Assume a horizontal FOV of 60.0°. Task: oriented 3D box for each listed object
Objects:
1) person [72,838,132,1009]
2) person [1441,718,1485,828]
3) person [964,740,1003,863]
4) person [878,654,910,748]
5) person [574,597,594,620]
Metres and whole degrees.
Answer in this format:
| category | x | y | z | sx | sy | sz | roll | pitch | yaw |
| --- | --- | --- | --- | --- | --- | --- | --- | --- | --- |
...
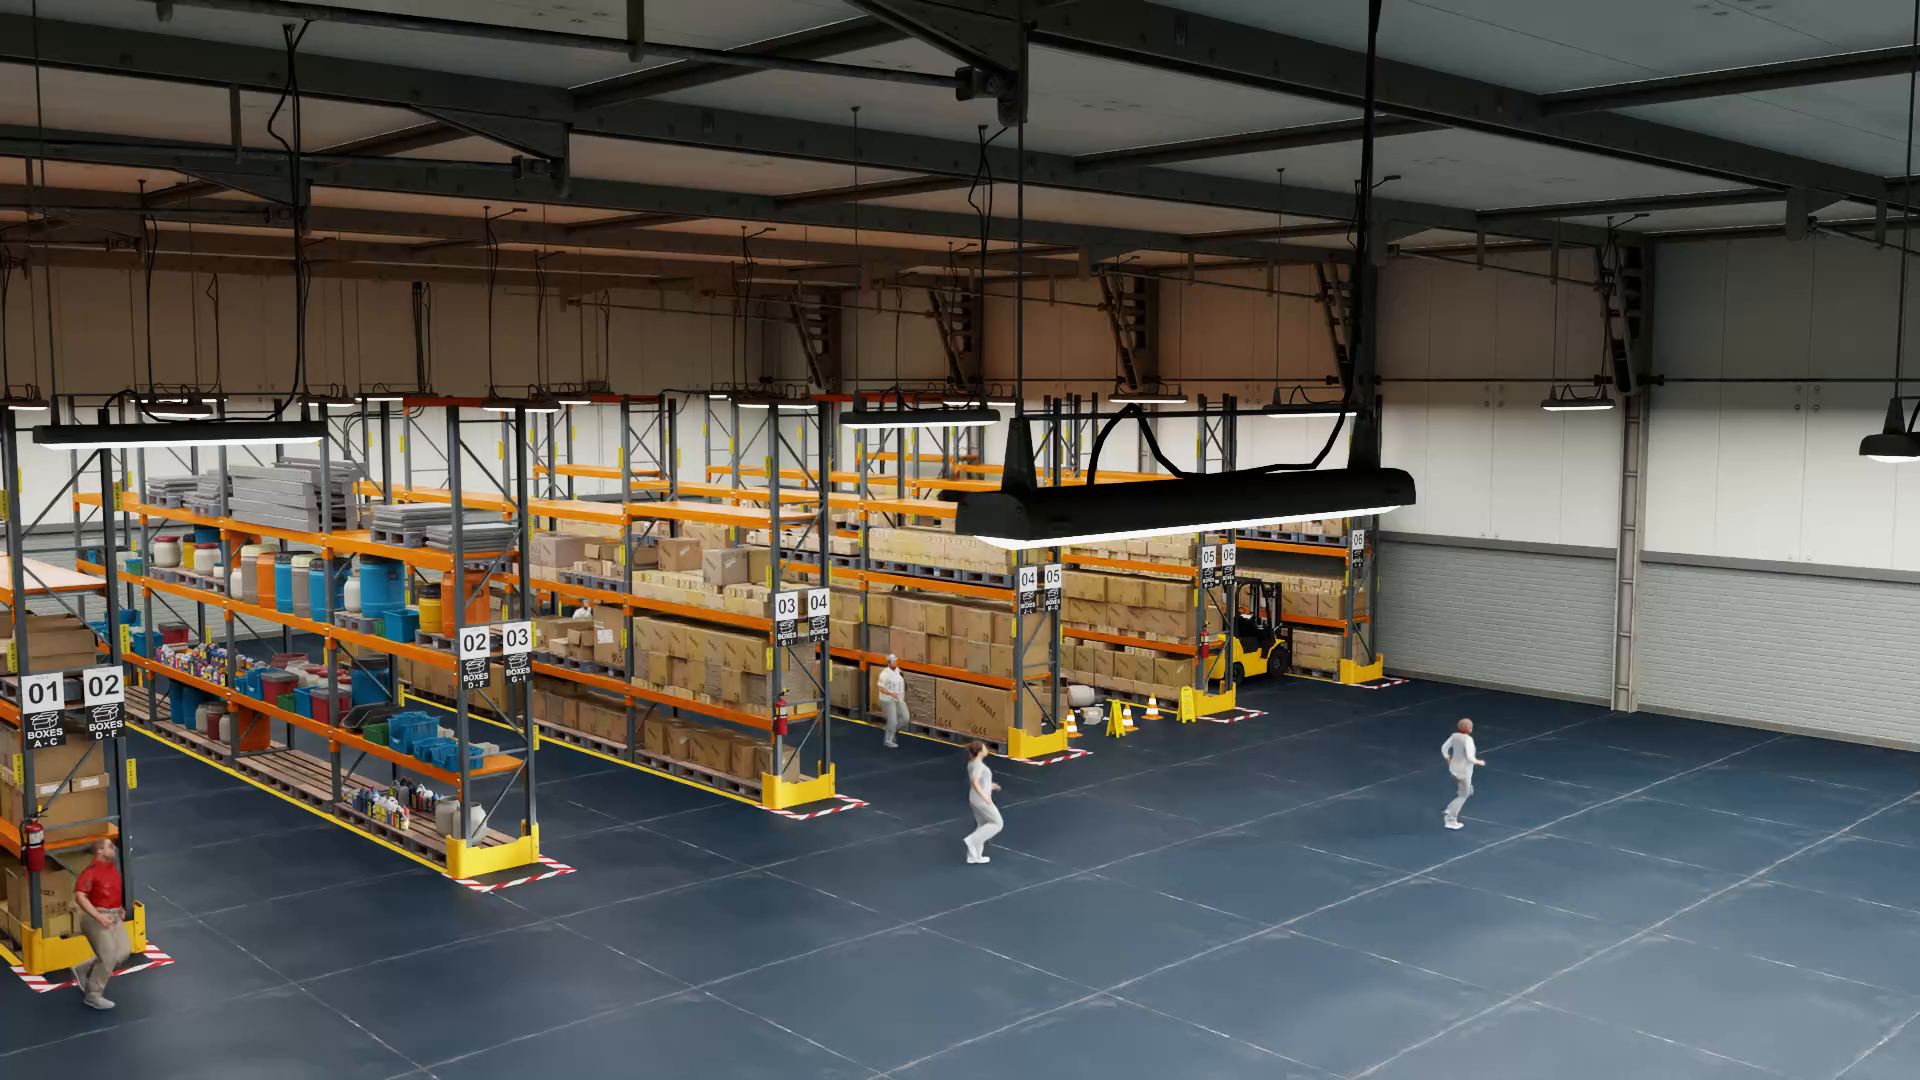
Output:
| category | x | y | z | sx | sy | sz | roll | pitch | yaw |
| --- | --- | --- | --- | --- | --- | --- | --- | --- | --- |
| person | -8.765 | 3.882 | 16.974 | 0.540 | 1.684 | 0.709 | 0 | 6 | -1 |
| person | 7.098 | 3.281 | 23.428 | 0.569 | 1.565 | 0.529 | -1 | 6 | -15 |
| person | 0.295 | 3.419 | 21.758 | 0.557 | 1.627 | 0.559 | -2 | 6 | -18 |
| person | -1.131 | 2.767 | 28.563 | 0.536 | 1.611 | 0.581 | 5 | 8 | 43 |
| person | -8.107 | 2.044 | 35.784 | 0.804 | 1.730 | 0.638 | 5 | 7 | 41 |
